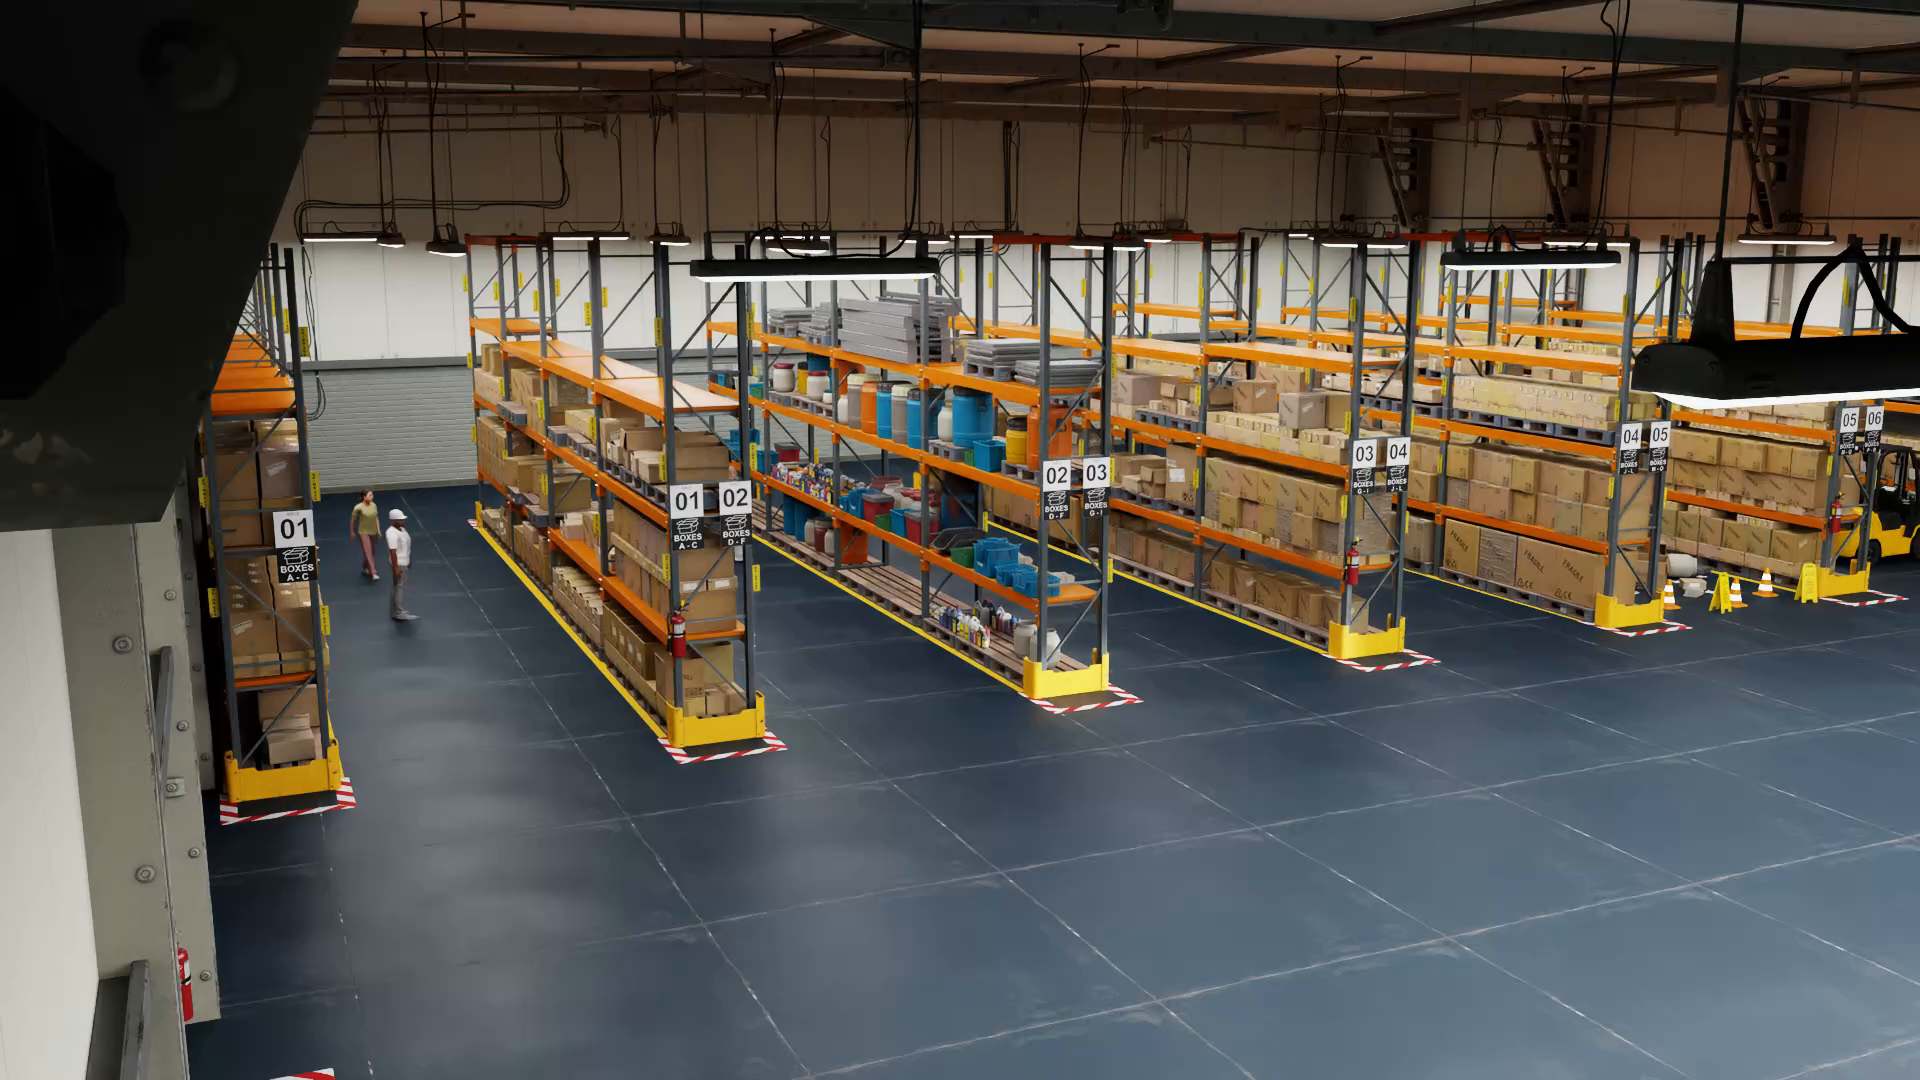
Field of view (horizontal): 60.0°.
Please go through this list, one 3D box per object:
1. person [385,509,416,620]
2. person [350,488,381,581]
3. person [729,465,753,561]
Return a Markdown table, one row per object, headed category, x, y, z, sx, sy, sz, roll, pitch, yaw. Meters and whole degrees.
| category | x | y | z | sx | sy | sz | roll | pitch | yaw |
| --- | --- | --- | --- | --- | --- | --- | --- | --- | --- |
| person | -8.943 | 0.382 | 26.556 | 0.395 | 1.776 | 0.603 | -4 | 12 | -20 |
| person | -10.502 | -0.117 | 29.412 | 0.502 | 1.608 | 1.078 | -8 | 14 | -36 |
| person | -4.191 | -0.505 | 31.065 | 0.571 | 1.801 | 0.614 | -2 | 11 | -11 |
